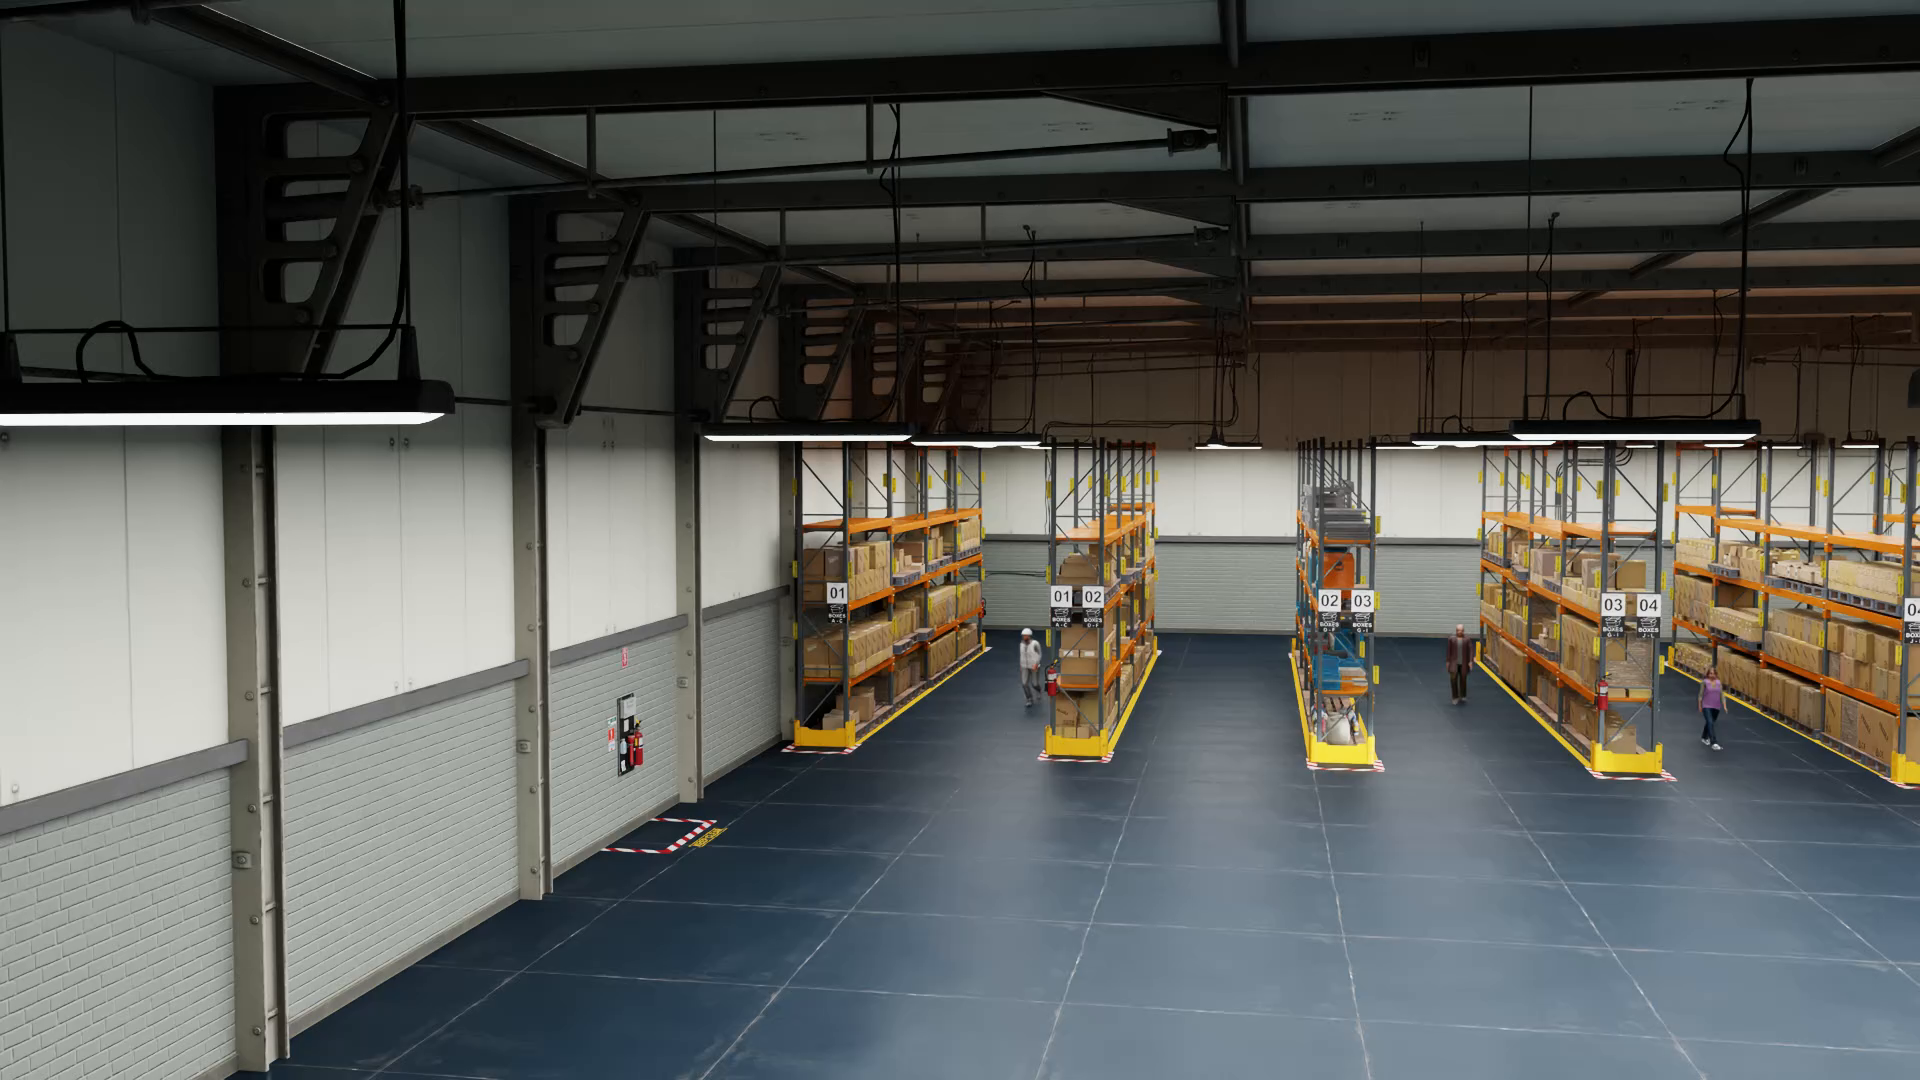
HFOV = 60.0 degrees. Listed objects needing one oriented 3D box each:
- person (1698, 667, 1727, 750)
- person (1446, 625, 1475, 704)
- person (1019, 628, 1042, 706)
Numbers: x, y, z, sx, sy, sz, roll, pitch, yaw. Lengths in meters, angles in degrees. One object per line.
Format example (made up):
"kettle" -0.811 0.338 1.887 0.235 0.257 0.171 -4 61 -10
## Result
"person" 14.505 3.227 32.031 0.434 1.548 0.927 0 3 0
"person" 11.415 2.851 37.951 0.631 1.845 0.595 1 3 19
"person" 1.601 2.865 37.699 0.594 1.744 0.639 1 3 24
